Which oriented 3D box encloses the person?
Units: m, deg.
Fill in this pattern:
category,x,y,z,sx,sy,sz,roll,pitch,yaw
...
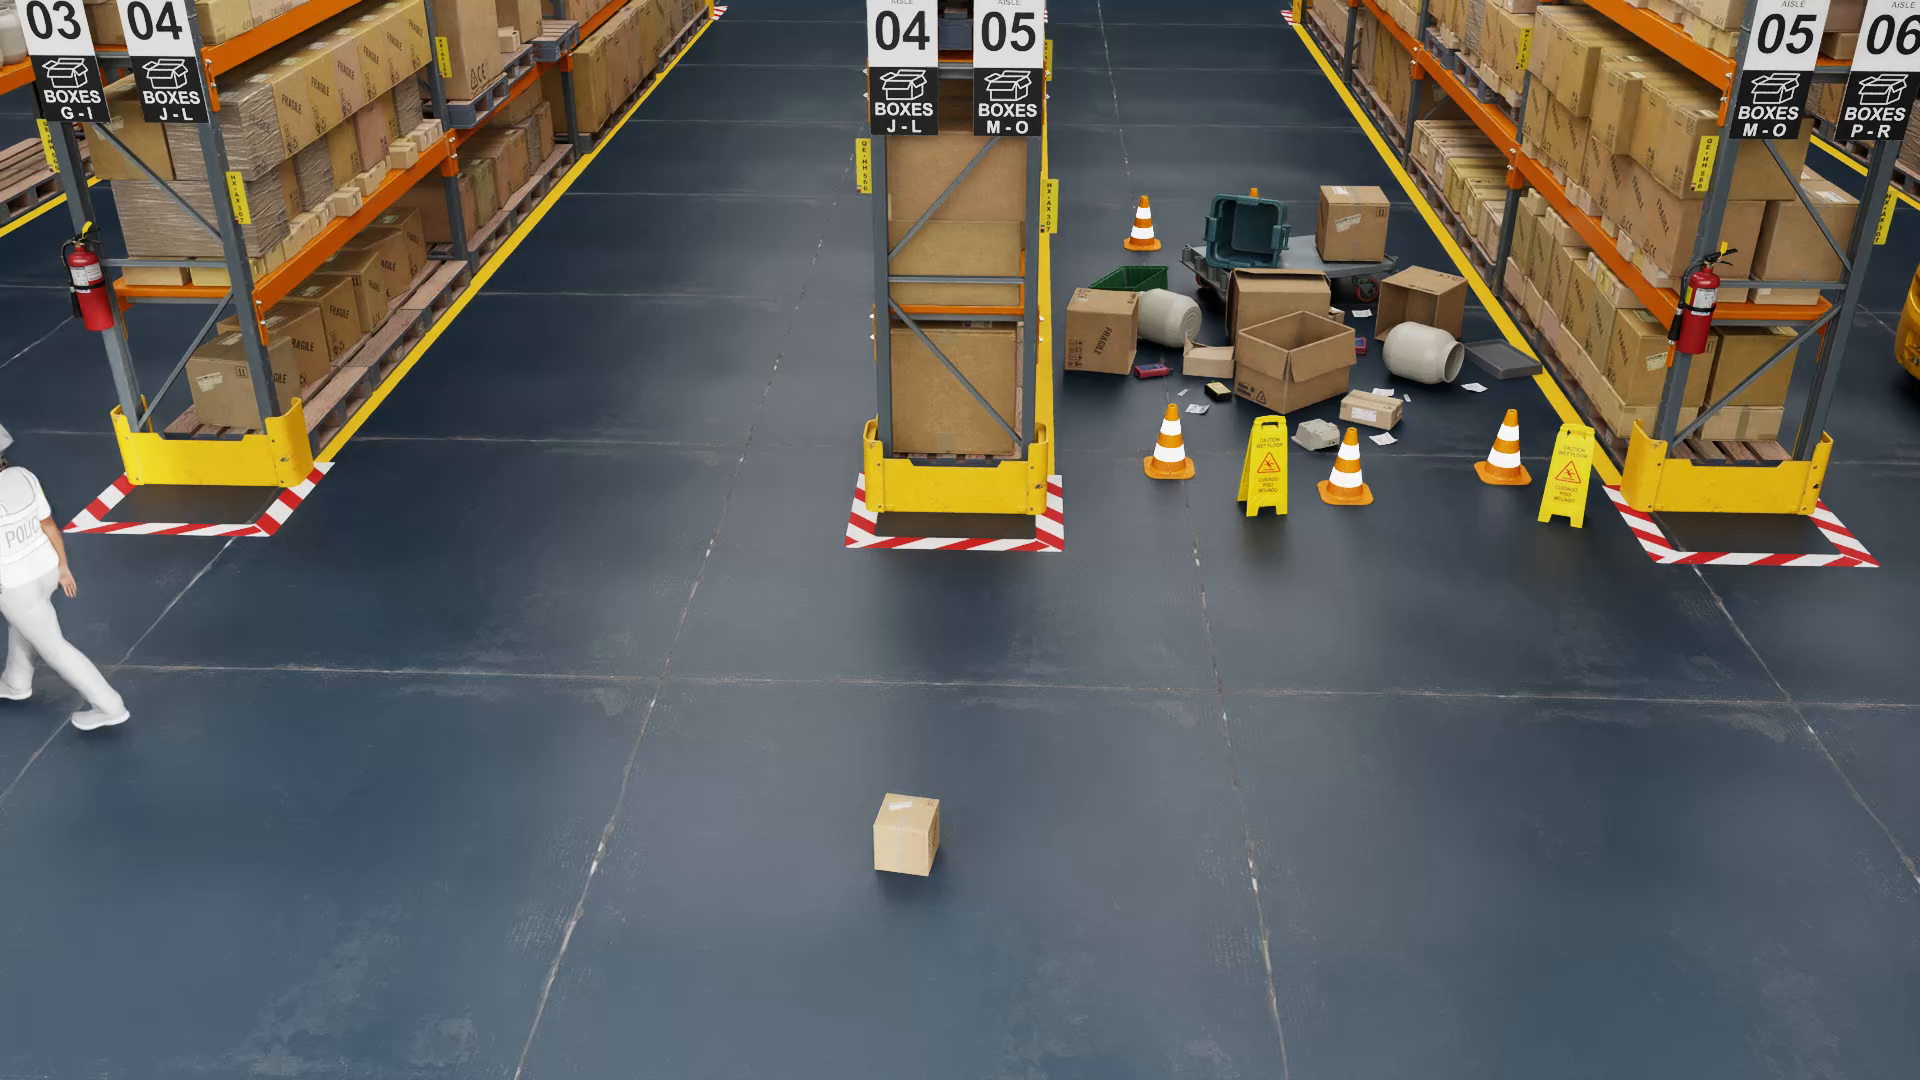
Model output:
category,x,y,z,sx,sy,sz,roll,pitch,yaw
person,-4.723,0.172,8.241,0.954,1.633,0.455,4,28,7
